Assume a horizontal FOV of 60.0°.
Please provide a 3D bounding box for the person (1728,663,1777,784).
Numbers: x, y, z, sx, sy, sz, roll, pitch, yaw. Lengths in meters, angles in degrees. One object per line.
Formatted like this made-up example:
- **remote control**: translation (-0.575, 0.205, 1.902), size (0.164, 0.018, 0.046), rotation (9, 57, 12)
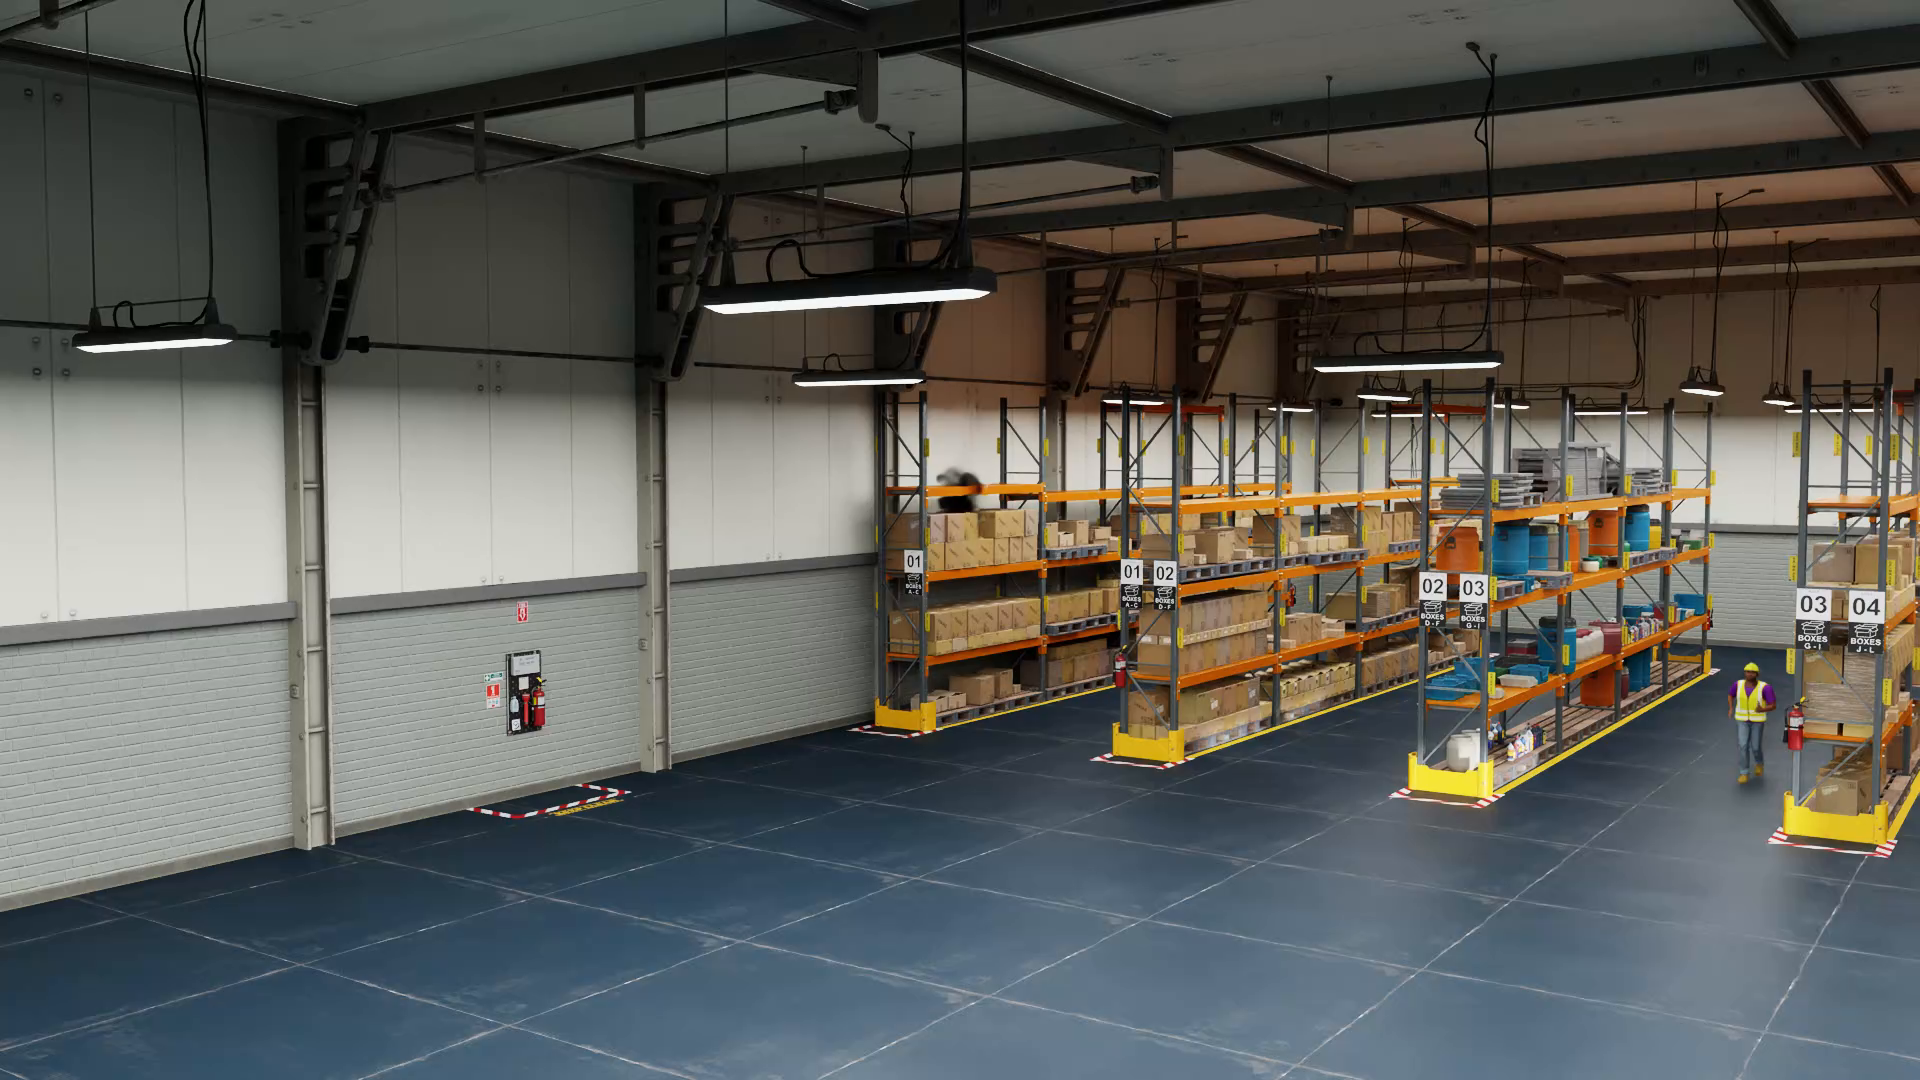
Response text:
- **person**: translation (11.880, 2.727, 24.990), size (0.698, 1.774, 0.853), rotation (2, 4, 35)
